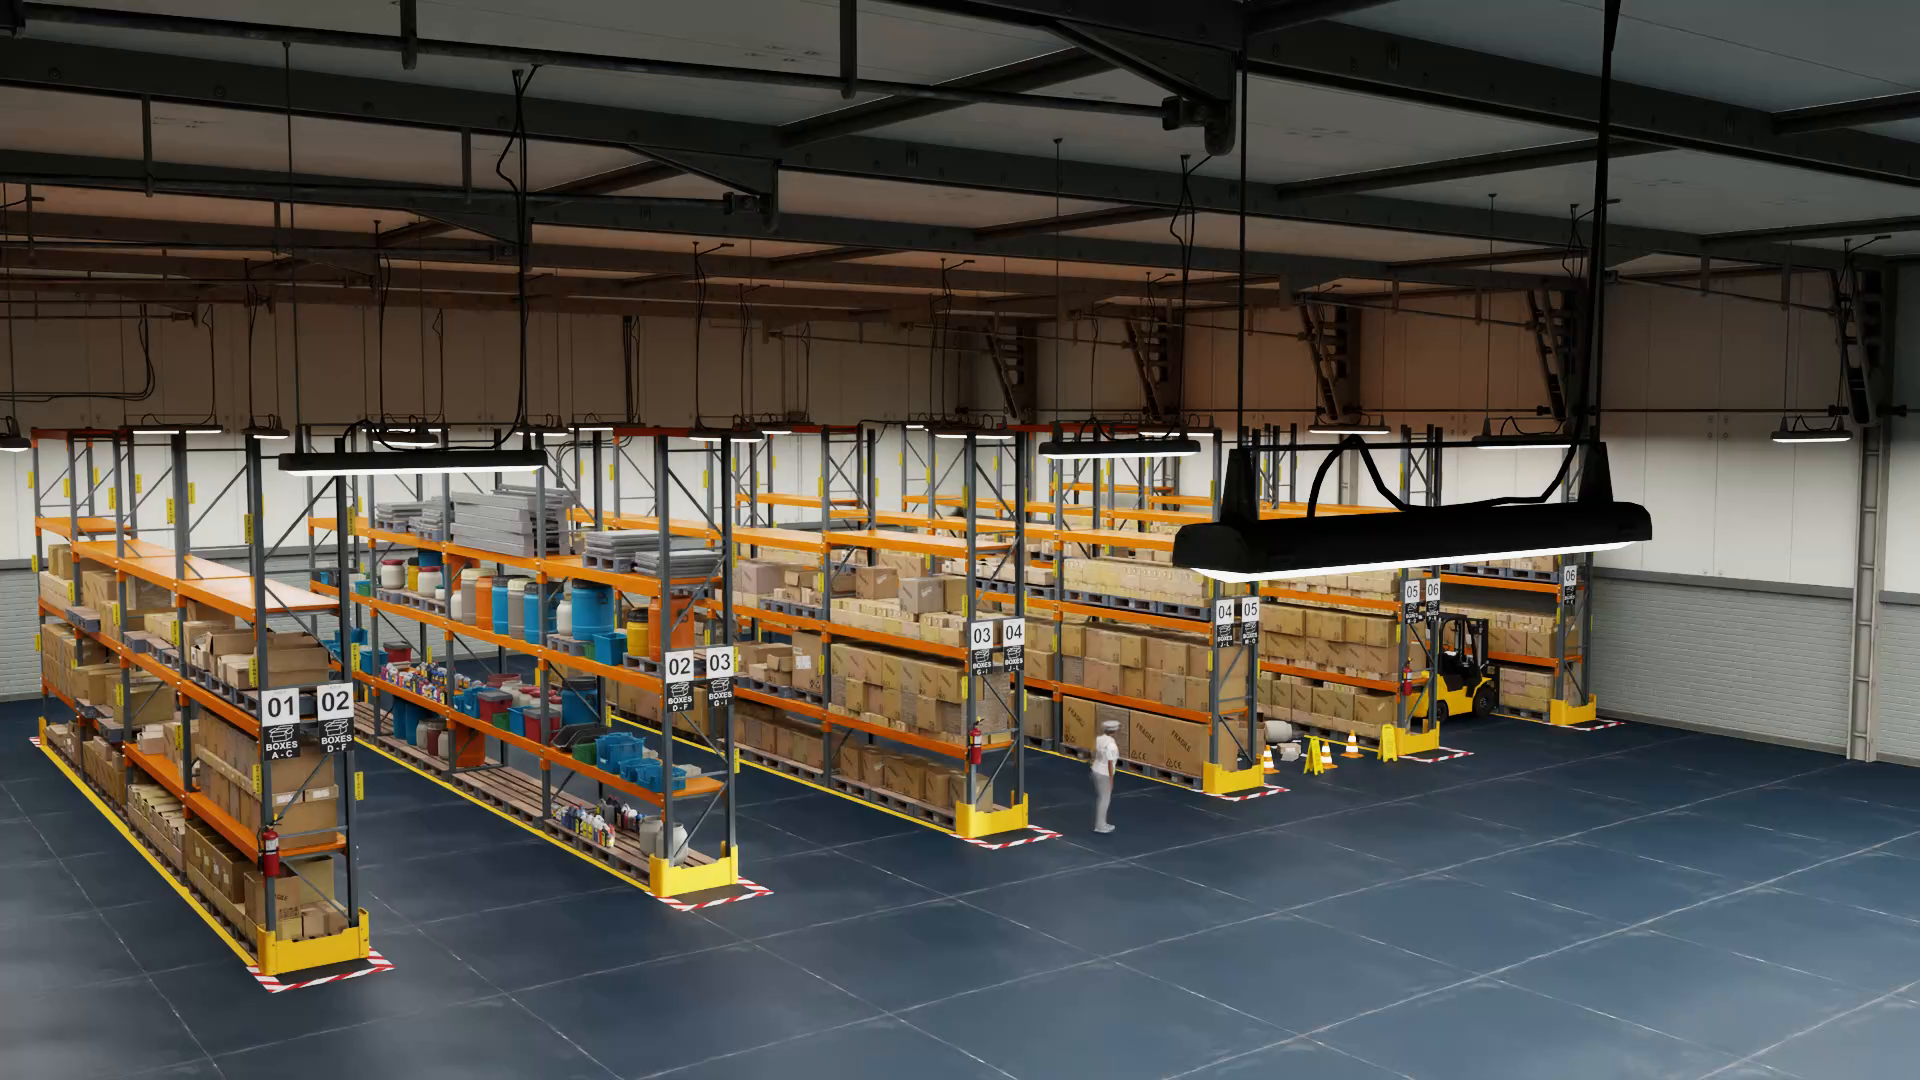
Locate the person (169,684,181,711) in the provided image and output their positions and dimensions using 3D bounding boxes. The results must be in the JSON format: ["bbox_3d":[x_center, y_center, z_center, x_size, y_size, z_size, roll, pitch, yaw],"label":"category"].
[{"bbox_3d":[-15.425,2.933,32.594,0.525,1.652,0.522,4,6,38],"label":"person"}]

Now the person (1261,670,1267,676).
[{"bbox_3d":[6.779,2.685,36.544,0.581,1.686,0.806,-4,6,-38],"label":"person"}]

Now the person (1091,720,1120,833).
[{"bbox_3d":[2.189,3.549,24.969,0.401,1.671,0.470,-2,5,-19],"label":"person"}]
